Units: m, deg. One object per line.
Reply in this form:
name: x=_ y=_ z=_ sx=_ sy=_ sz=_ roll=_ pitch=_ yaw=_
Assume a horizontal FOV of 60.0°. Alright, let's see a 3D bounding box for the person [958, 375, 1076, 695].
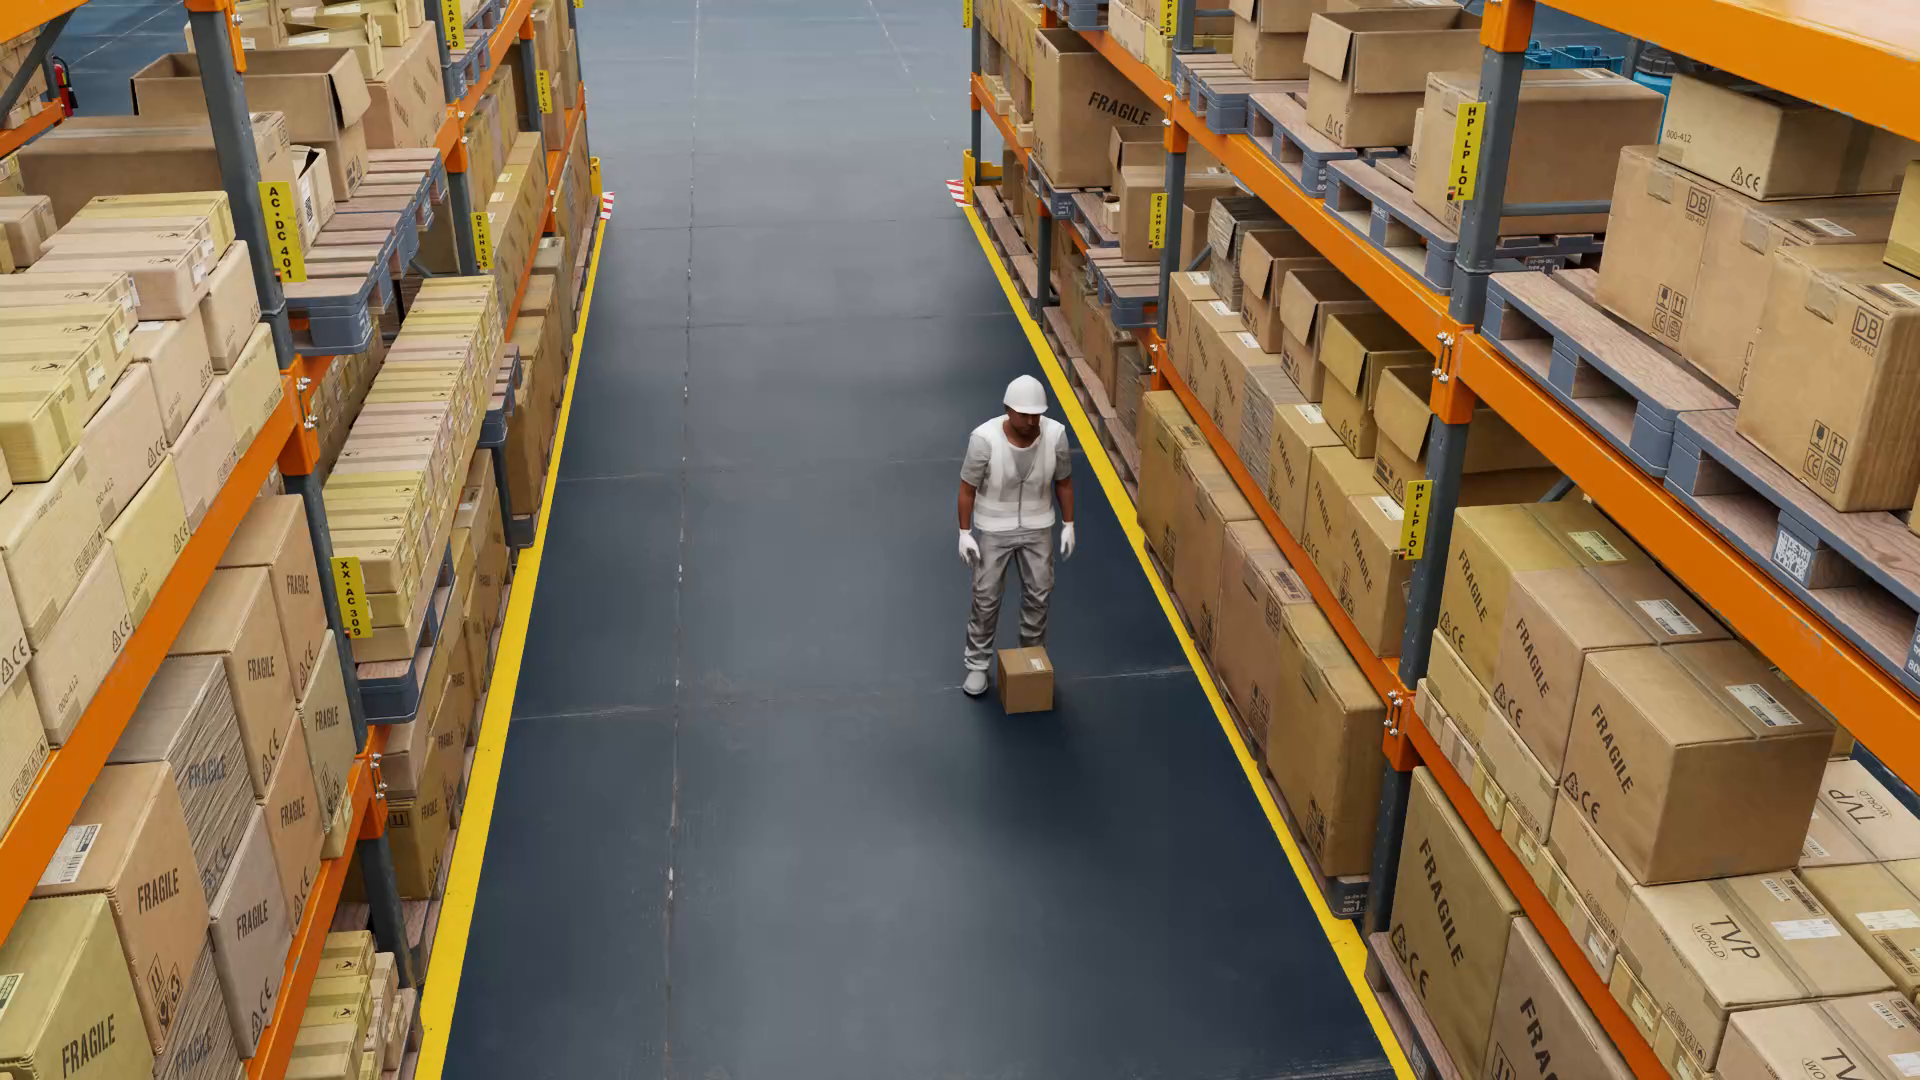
person: x=0.295 y=-0.038 z=8.678 sx=0.631 sy=1.776 sz=0.443 roll=-5 pitch=27 yaw=-10
